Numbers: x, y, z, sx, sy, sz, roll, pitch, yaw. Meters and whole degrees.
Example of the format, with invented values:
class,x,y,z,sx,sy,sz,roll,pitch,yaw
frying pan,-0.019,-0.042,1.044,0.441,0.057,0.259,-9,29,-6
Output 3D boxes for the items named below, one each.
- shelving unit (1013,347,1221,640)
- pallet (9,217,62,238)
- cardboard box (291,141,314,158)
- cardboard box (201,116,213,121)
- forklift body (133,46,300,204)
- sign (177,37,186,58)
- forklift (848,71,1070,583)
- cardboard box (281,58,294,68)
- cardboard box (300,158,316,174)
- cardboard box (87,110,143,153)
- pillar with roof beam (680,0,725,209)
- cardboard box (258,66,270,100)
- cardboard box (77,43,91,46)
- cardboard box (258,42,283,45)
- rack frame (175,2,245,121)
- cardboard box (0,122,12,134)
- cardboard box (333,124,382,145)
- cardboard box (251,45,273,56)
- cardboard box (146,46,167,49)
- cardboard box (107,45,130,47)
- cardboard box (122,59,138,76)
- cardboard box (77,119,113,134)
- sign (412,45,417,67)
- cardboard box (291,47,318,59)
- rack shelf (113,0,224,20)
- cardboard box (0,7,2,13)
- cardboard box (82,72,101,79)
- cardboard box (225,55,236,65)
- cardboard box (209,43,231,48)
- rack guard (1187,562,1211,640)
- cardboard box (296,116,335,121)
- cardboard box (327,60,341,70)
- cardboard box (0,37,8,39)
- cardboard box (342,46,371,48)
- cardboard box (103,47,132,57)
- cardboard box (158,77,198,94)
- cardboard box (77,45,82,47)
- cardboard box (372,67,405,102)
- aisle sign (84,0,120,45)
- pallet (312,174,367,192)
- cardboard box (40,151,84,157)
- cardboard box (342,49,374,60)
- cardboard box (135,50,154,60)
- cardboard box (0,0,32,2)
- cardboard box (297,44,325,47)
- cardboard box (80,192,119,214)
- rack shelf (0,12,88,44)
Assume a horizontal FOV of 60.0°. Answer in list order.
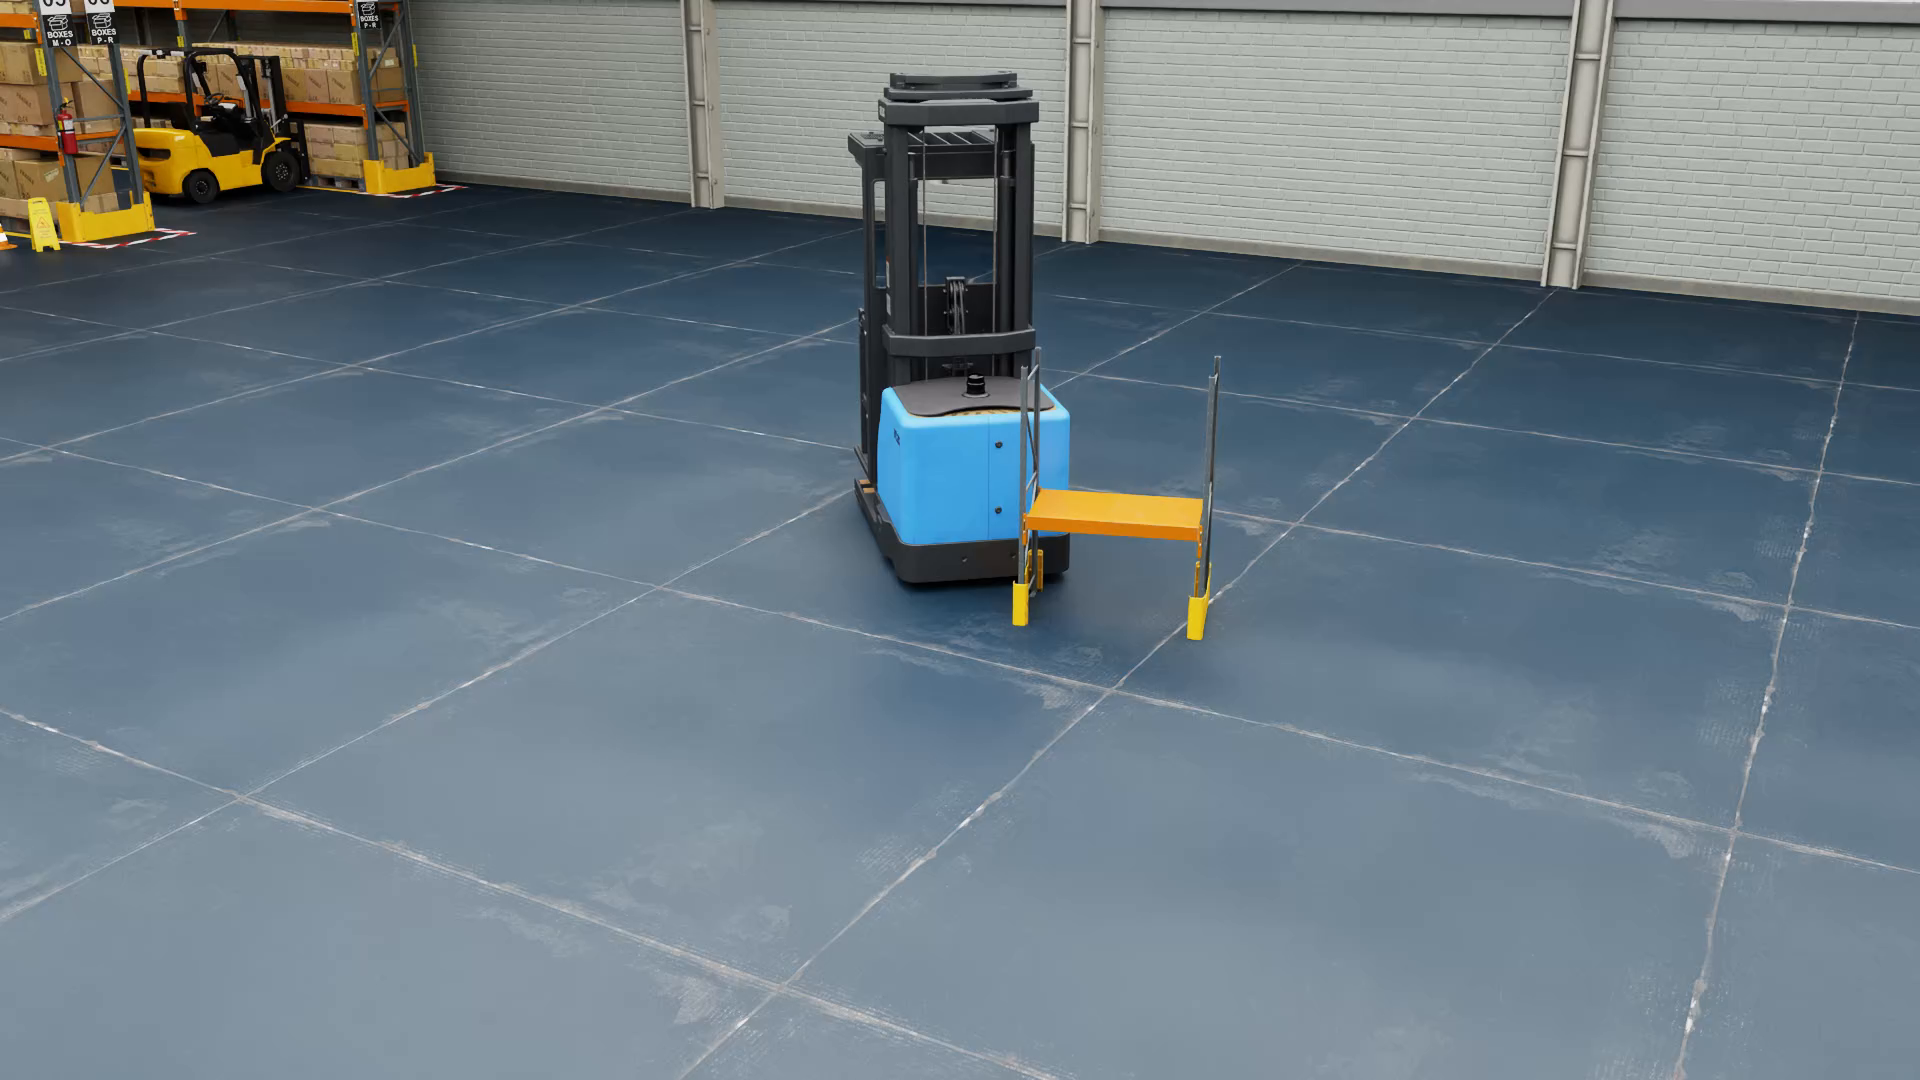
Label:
class,x,y,z,sx,sy,sz,roll,pitch,yaw
shelving unit,0.887,-0.279,9.434,1.083,1.500,0.587,4,20,11
pallet,-11.922,-4.271,22.329,1.213,0.211,1.003,11,23,27
cardboard box,-10.217,-6.195,26.229,0.500,0.250,0.500,10,22,26
cardboard box,-11.969,-6.768,27.074,0.500,0.250,0.500,10,22,26
forklift body,-11.291,-6.275,25.009,1.214,2.155,2.313,11,23,27
sign,-12.494,-7.911,26.692,0.005,0.325,0.100,11,23,27
forklift,-0.121,-1.587,10.943,1.130,2.935,3.031,-4,20,-11
cardboard box,-10.317,-7.434,25.862,0.250,0.149,0.380,11,23,28
cardboard box,-10.172,-5.962,26.318,0.500,0.250,0.500,11,23,28
cardboard box,-14.618,-7.099,28.903,0.625,0.625,0.875,12,23,29
pillar with roof beam,-5.776,-7.826,19.244,0.400,9.000,9.100,11,23,27
cardboard box,-10.644,-7.207,26.187,0.500,0.500,0.500,11,23,28
cardboard box,-15.347,-8.590,29.049,0.250,0.149,0.380,12,23,29
cardboard box,-11.127,-7.978,26.926,0.250,0.149,0.380,10,22,26
rack frame,-12.238,-7.567,27.326,0.127,3.000,1.000,11,23,27
cardboard box,-12.322,-5.396,21.709,0.250,0.149,0.380,11,23,28
cardboard box,-9.300,-6.260,25.674,0.500,0.250,0.500,12,23,29
cardboard box,-10.941,-7.727,26.232,0.250,0.149,0.380,11,23,27
cardboard box,-13.527,-8.269,28.163,0.250,0.149,0.380,11,22,27
cardboard box,-14.430,-8.432,28.613,0.250,0.149,0.380,11,22,27
cardboard box,-13.687,-7.907,27.751,0.500,0.250,0.500,11,23,28
cardboard box,-11.359,-5.423,21.785,0.250,0.149,0.380,11,23,28
sign,-8.470,-7.510,25.784,0.005,0.325,0.100,11,23,27
cardboard box,-10.096,-7.531,25.694,0.250,0.149,0.380,11,23,29
rack shelf,-13.984,-8.971,27.854,4.000,0.370,1.077,11,23,27
cardboard box,-12.060,-6.777,21.119,0.250,0.149,0.380,12,23,29
cardboard box,-14.572,-7.846,28.316,0.500,0.250,0.500,10,22,26
cardboard box,-11.441,-7.647,26.448,0.250,0.149,0.380,11,23,28
cardboard box,-11.823,-7.906,26.727,0.250,0.149,0.380,11,23,28
rack guard,1.374,0.344,9.551,0.087,0.250,0.587,4,20,11
cardboard box,-10.387,-6.668,26.799,0.500,0.250,0.500,10,22,26
cardboard box,-9.423,-7.261,25.386,0.250,0.149,0.380,11,23,28
cardboard box,-13.017,-6.365,21.964,0.500,0.500,0.700,11,22,27
cardboard box,-9.384,-7.606,25.900,0.250,0.149,0.380,11,23,28
cardboard box,-14.189,-8.217,28.021,0.250,0.149,0.380,11,23,27
cardboard box,-12.806,-7.502,27.368,0.500,0.250,0.500,11,23,29
cardboard box,-15.125,-8.364,28.426,0.250,0.149,0.380,11,23,29
cardboard box,-9.043,-7.114,25.930,0.500,0.500,0.500,12,23,29
aisle sign,-10.958,-6.727,21.200,0.004,0.787,0.394,11,23,27
pallet,-9.434,-5.705,26.284,1.213,0.211,1.003,11,23,27
cardboard box,-12.212,-4.986,22.530,0.500,0.500,0.500,10,22,25
cardboard box,-9.161,-7.390,25.305,0.250,0.149,0.380,11,23,27
cardboard box,-13.361,-8.008,27.443,0.250,0.149,0.380,10,22,26
cardboard box,-11.742,-6.907,20.894,0.500,0.250,0.500,10,22,27
cardboard box,-10.271,-7.778,26.376,0.250,0.149,0.380,11,23,28
cardboard box,-11.733,-4.544,22.411,0.500,0.250,0.500,11,22,27
rack shelf,-12.909,-6.828,21.945,4.000,0.370,1.077,11,23,27
